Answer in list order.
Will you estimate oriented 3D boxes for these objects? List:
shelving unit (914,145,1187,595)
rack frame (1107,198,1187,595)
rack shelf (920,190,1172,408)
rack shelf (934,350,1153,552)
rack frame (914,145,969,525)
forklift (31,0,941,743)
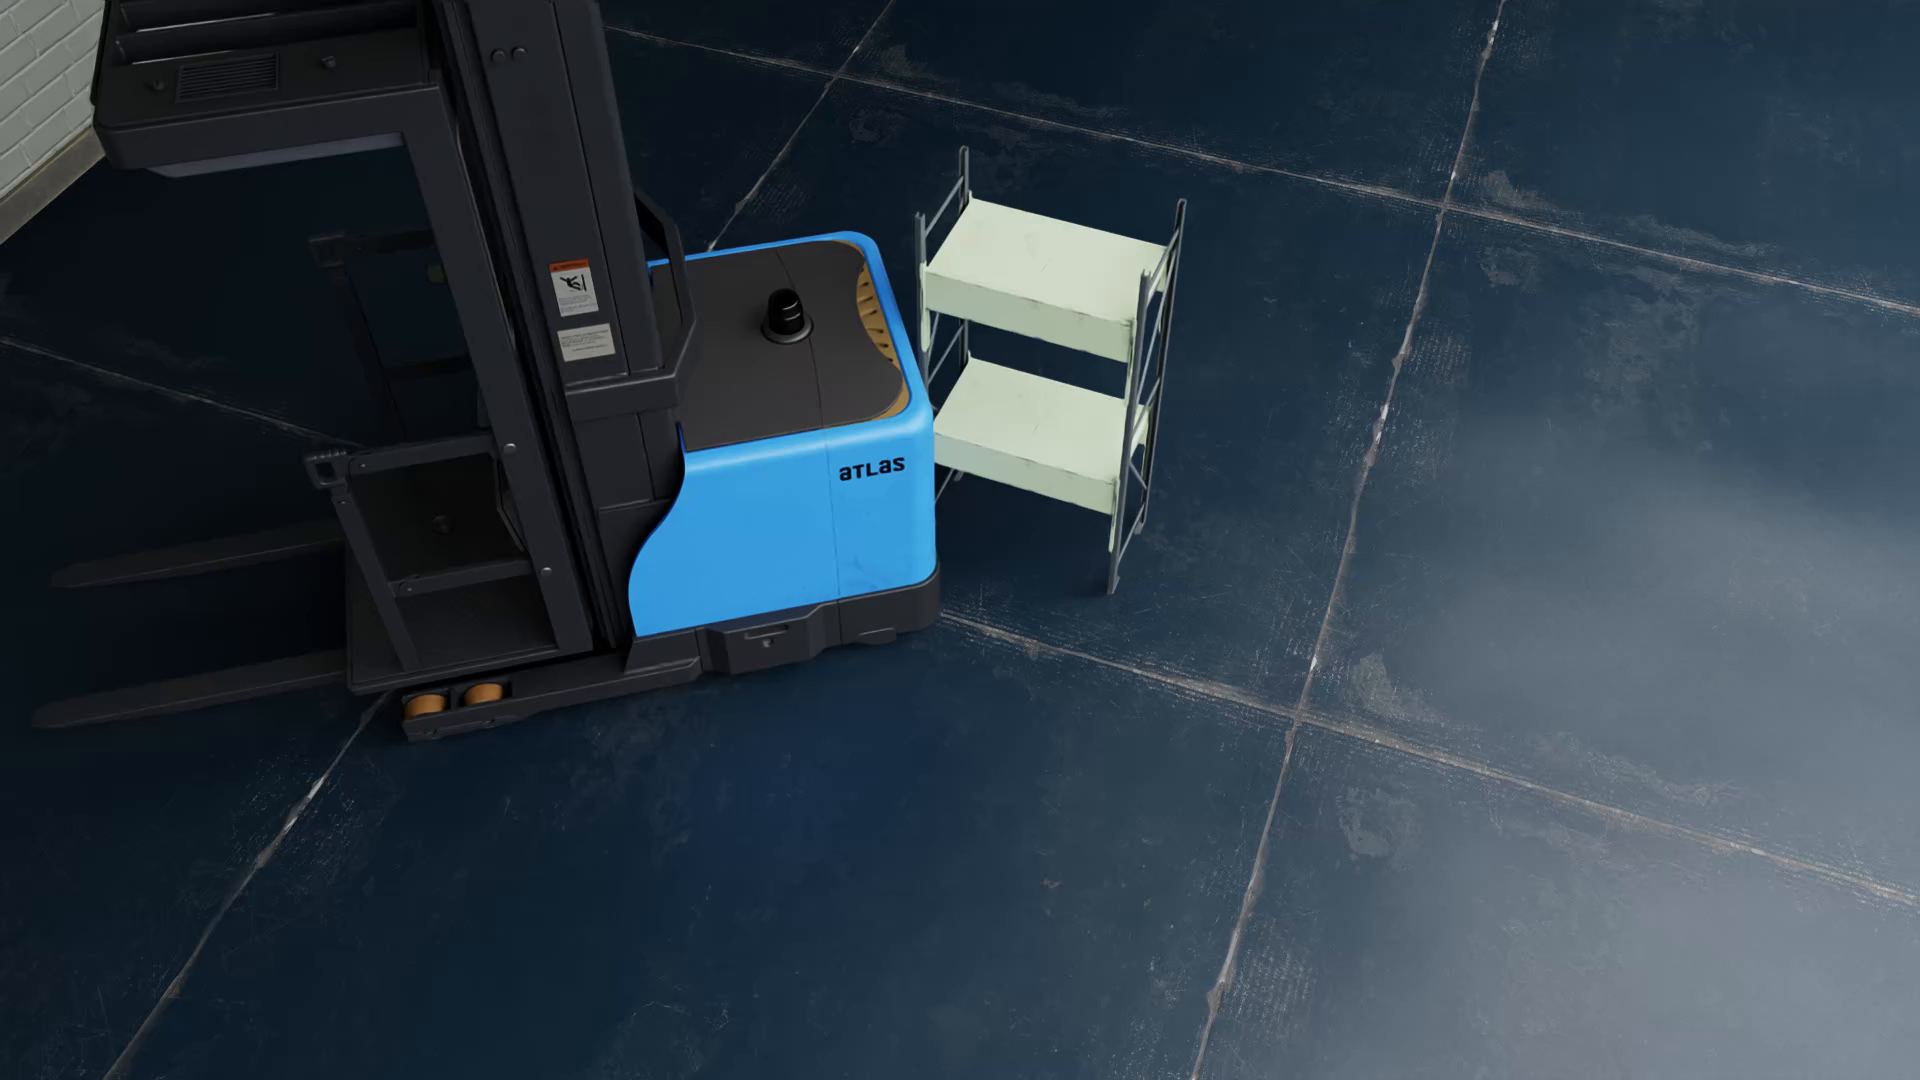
[{"bbox_3d":[0.283,-0.537,5.723,0.755,1.500,0.431,17,51,14],"label":"shelving unit"},{"bbox_3d":[0.622,-0.433,5.632,0.023,1.500,0.400,17,51,14],"label":"rack frame"},{"bbox_3d":[0.283,-0.792,5.428,0.720,0.370,0.431,17,51,14],"label":"rack shelf"},{"bbox_3d":[0.283,-0.323,5.969,0.720,0.370,0.431,17,51,14],"label":"rack shelf"},{"bbox_3d":[-0.056,-0.640,5.813,0.023,1.500,0.400,17,51,14],"label":"rack frame"},{"bbox_3d":[-1.644,-0.724,4.938,3.031,2.935,1.130,-11,50,-9],"label":"forklift"}]
